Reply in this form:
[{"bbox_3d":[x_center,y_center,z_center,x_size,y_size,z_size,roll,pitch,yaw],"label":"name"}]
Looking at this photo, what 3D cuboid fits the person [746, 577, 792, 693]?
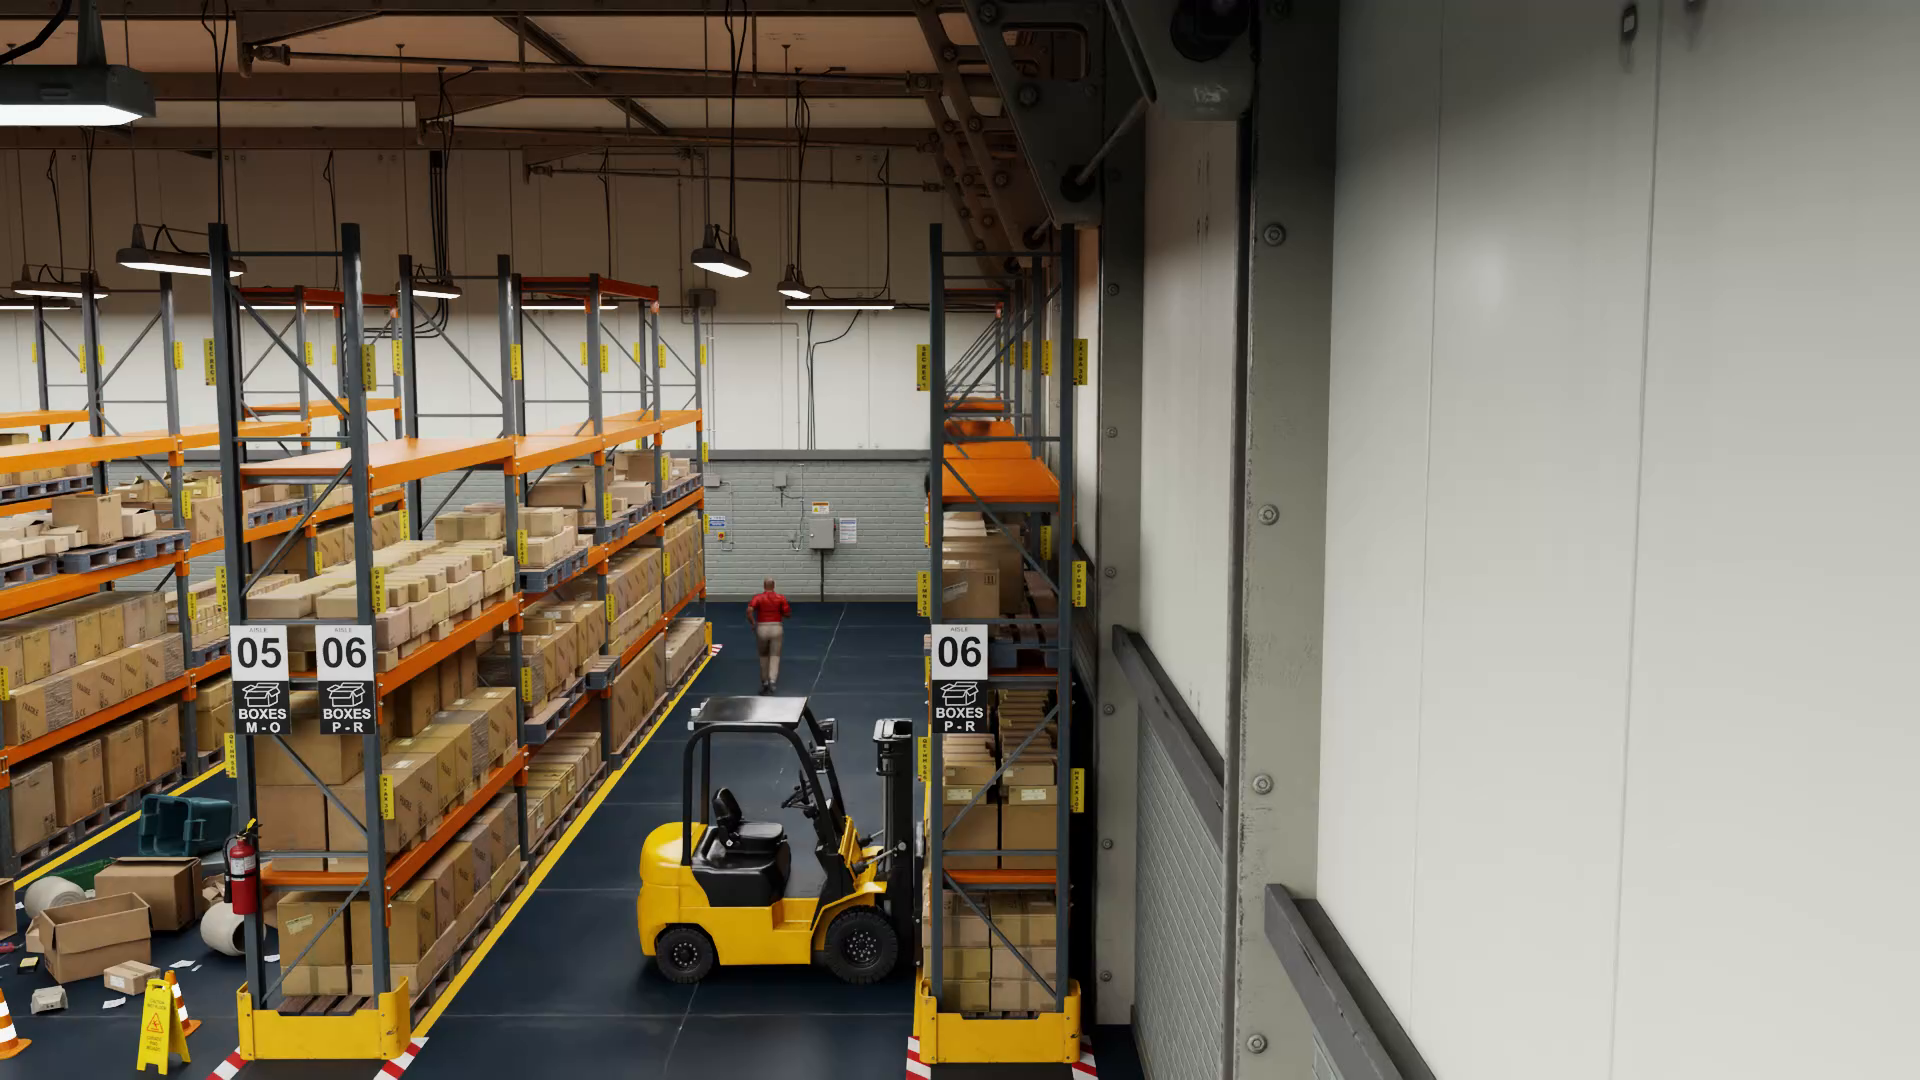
[{"bbox_3d":[-2.827,1.426,24.703,0.660,1.753,0.969,0,7,-4],"label":"person"}]
